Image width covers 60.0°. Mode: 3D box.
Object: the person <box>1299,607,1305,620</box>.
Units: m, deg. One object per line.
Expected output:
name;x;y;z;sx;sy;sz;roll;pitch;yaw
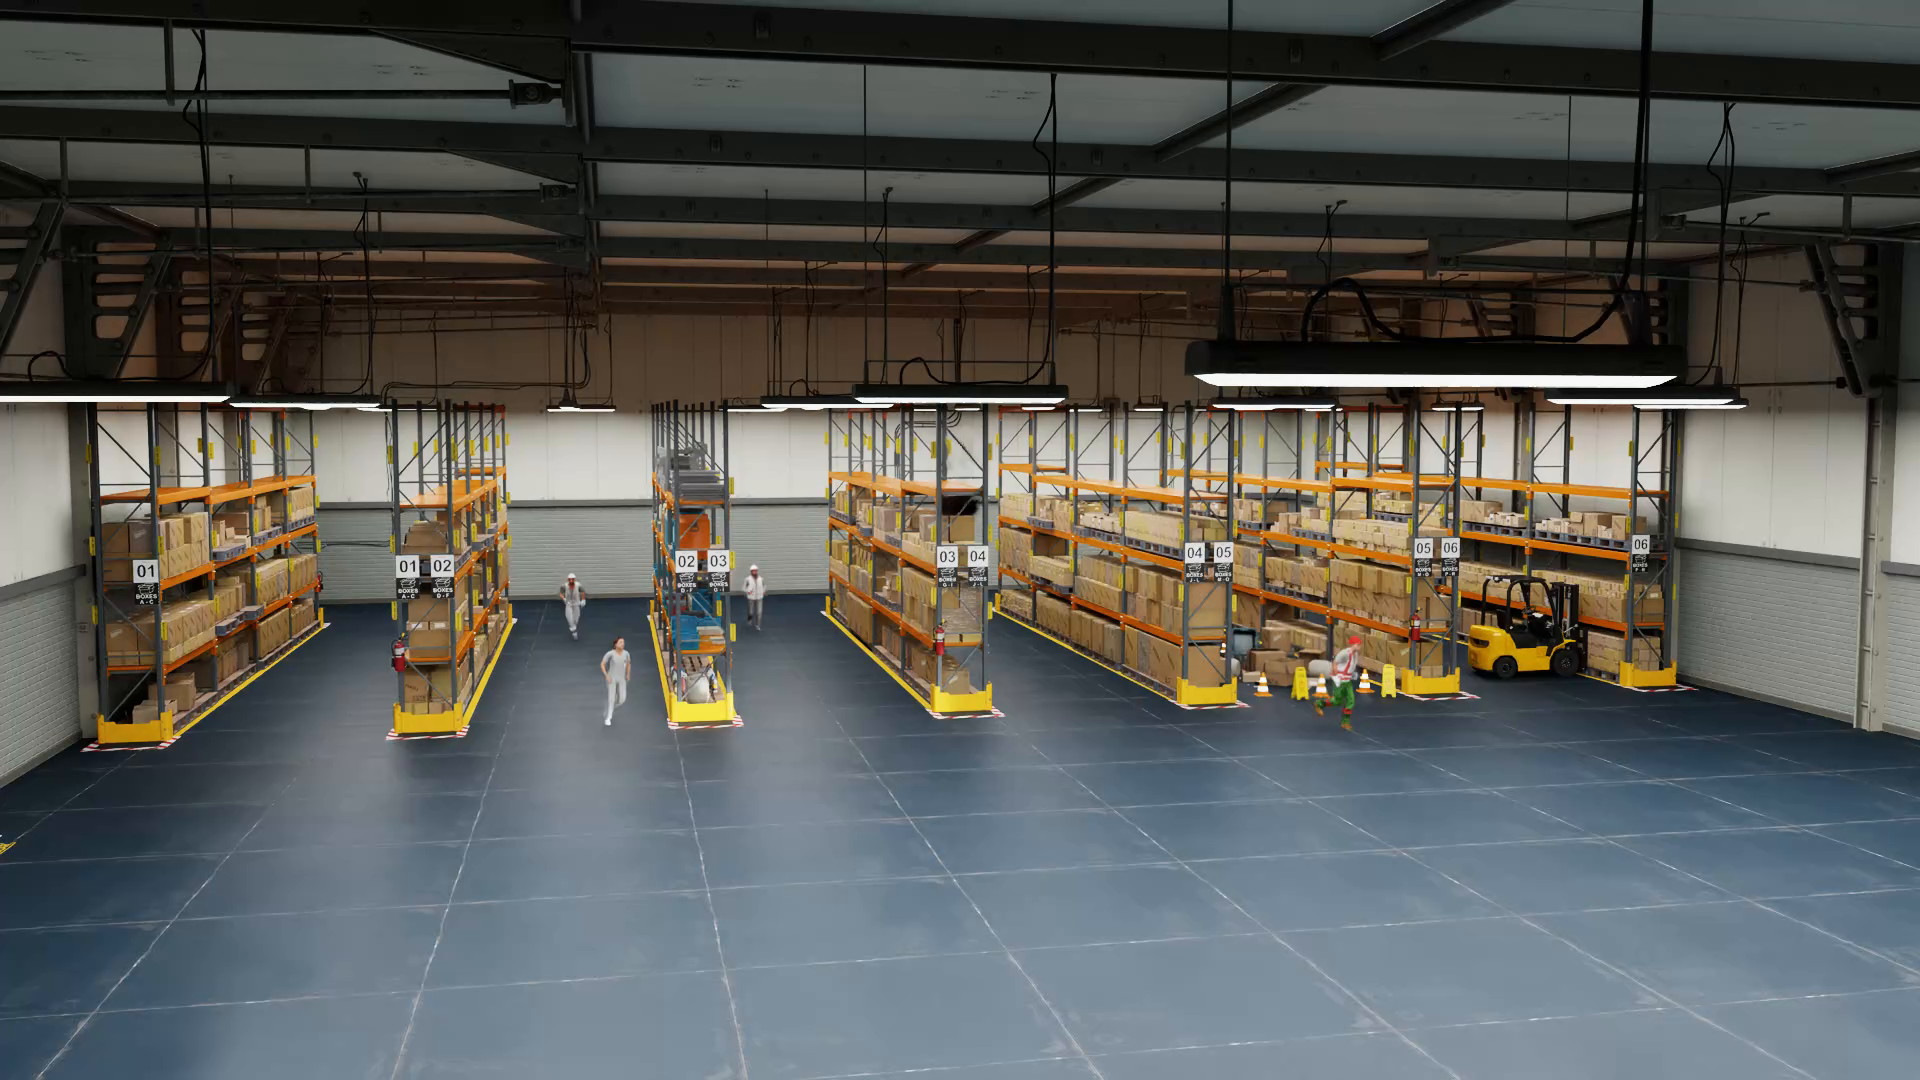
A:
person;9.502;1.387;46.424;0.646;1.694;0.606;-2;5;-25

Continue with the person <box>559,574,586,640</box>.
person;-9.898;1.688;42.469;0.655;1.711;0.794;-1;4;-8

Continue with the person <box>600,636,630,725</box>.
person;-6.381;2.599;30.927;0.608;1.618;0.544;-3;5;-31

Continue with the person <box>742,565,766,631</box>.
person;-5.433;1.538;44.089;0.669;1.733;0.760;-2;5;-20

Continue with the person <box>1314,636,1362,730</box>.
person;6.945;2.594;30.450;0.921;1.729;0.660;3;5;36
